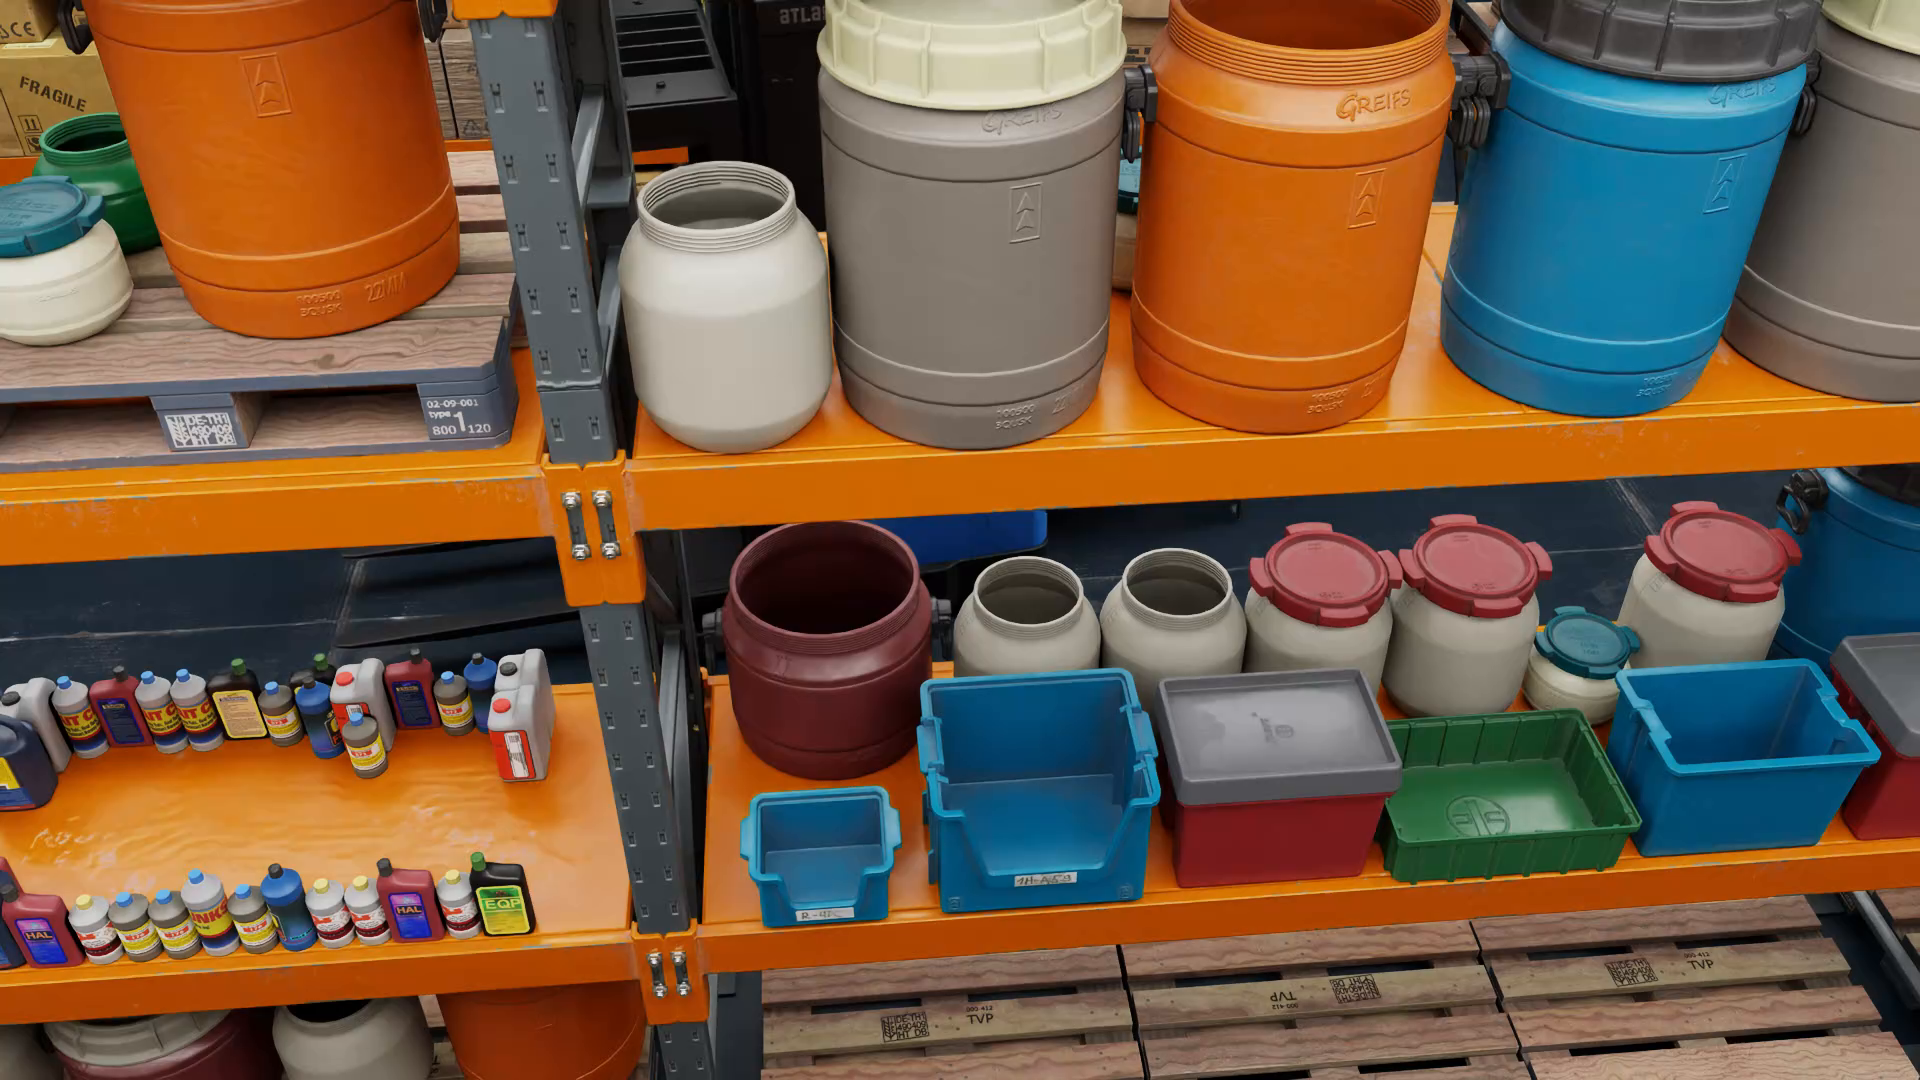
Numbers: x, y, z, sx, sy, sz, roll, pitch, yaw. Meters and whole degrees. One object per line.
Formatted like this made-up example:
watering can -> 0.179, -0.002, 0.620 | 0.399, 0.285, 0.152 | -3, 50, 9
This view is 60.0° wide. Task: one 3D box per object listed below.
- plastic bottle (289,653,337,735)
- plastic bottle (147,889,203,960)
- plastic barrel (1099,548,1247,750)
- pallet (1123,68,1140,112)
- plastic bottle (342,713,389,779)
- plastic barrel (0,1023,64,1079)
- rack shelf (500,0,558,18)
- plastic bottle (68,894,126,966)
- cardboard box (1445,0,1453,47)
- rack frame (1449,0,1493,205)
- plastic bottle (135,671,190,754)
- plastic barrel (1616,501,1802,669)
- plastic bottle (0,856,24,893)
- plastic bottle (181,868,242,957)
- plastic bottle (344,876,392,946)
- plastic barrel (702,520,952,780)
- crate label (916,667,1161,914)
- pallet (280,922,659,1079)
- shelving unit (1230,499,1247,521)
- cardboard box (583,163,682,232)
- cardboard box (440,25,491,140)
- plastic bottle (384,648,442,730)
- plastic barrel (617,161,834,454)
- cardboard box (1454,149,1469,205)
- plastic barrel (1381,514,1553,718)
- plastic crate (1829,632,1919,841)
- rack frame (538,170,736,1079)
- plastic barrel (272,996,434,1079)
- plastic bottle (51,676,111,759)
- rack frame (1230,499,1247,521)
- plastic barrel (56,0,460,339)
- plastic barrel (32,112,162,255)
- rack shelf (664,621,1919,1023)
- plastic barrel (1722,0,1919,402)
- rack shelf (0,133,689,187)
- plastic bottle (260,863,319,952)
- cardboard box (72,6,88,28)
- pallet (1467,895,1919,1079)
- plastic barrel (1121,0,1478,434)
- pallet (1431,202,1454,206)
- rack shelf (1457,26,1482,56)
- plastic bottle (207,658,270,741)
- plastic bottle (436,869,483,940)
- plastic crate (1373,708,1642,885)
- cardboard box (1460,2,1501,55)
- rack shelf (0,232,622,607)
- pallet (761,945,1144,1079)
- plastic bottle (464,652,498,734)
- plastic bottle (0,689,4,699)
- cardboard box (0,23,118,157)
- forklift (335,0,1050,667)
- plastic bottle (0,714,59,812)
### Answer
plastic bottle -> -1.873, 0.449, 4.853 | 0.133, 0.283, 0.061 | -3, 38, -4
plastic bottle -> -2.011, 0.972, 4.256 | 0.097, 0.201, 0.097 | 0, 38, 0
plastic barrel -> 0.611, 0.319, 4.833 | 0.421, 0.512, 0.421 | 0, 38, 0
pallet -> 0.715, -2.540, 8.702 | 1.213, 0.211, 1.003 | -3, 38, -4
plastic bottle -> -1.706, 0.578, 4.756 | 0.097, 0.201, 0.097 | 0, 38, 0
plastic barrel -> -2.980, 1.572, 5.006 | 0.421, 0.512, 0.421 | 0, 38, 0
rack shelf -> 1.178, -1.451, 3.228 | 4.000, 0.370, 1.077 | -3, 38, -4
plastic bottle -> -2.205, 0.983, 4.243 | 0.097, 0.201, 0.097 | 0, 38, 0
cardboard box -> 1.927, -3.144, 8.490 | 1.000, 1.000, 1.000 | -3, 38, -4
rack frame -> 2.731, -2.701, 8.751 | 0.127, 3.000, 1.000 | -3, 38, -4
plastic bottle -> -2.313, 0.490, 4.812 | 0.097, 0.271, 0.097 | 0, 38, 0
plastic barrel -> 2.197, 0.219, 4.941 | 0.433, 0.535, 0.433 | 0, 38, 0
plastic bottle -> -2.515, 0.890, 4.295 | 0.133, 0.283, 0.061 | -3, 38, -4
plastic bottle -> -1.914, 0.940, 4.241 | 0.097, 0.271, 0.097 | 0, 38, 0
plastic bottle -> -1.526, 0.946, 4.290 | 0.097, 0.201, 0.097 | 0, 38, 0
plastic barrel -> -0.379, 0.309, 4.827 | 0.708, 0.536, 0.600 | -3, 38, -4
crate label -> 0.199, 0.673, 4.447 | 0.616, 0.435, 0.502 | -3, 38, -4
pallet -> -1.596, 1.738, 5.377 | 1.213, 0.211, 1.003 | -3, 38, -4
shelving unit -> 0.779, -0.754, 7.495 | 1.048, 1.500, 0.538 | -9, 39, -11
cardboard box -> -1.943, -1.787, 8.970 | 0.875, 0.875, 1.225 | -5, 39, -6
cardboard box -> -2.220, -2.317, 8.184 | 0.500, 0.500, 0.500 | -3, 38, -4
plastic bottle -> -1.606, 0.435, 4.872 | 0.133, 0.283, 0.061 | -3, 38, -4
plastic barrel -> -0.478, -0.475, 3.418 | 0.421, 0.512, 0.421 | 0, 38, 0
cardboard box -> 3.133, -1.882, 9.392 | 0.500, 0.500, 0.500 | -4, 38, -5
plastic barrel -> 1.467, 0.259, 4.890 | 0.433, 0.535, 0.433 | 0, 38, 0
plastic crate -> 2.714, 0.545, 4.586 | 0.583, 0.464, 0.402 | -3, 38, -4
rack frame -> -0.815, 0.575, 4.600 | 0.127, 3.000, 1.000 | -3, 38, -4
plastic barrel -> -1.855, 1.510, 5.084 | 0.421, 0.512, 0.421 | 0, 38, 0
plastic bottle -> -2.543, 0.502, 4.796 | 0.097, 0.271, 0.097 | 0, 38, 0
rack frame -> 1.272, -0.831, 7.593 | 0.032, 1.500, 0.500 | -9, 39, -11
plastic barrel -> -1.380, -0.907, 3.371 | 0.708, 0.830, 0.600 | -3, 38, -4
plastic barrel -> -1.890, -0.791, 3.695 | 0.294, 0.245, 0.294 | 0, 38, 0
rack shelf -> 1.178, 0.747, 4.962 | 4.000, 0.370, 1.077 | -3, 38, -4
plastic barrel -> 2.031, -0.822, 3.543 | 0.600, 0.901, 0.600 | 0, 38, 0
rack shelf -> -3.245, -2.089, 8.557 | 4.000, 0.370, 1.077 | -3, 38, -4
plastic bottle -> -1.720, 0.929, 4.255 | 0.097, 0.271, 0.097 | 0, 38, 0
cardboard box -> -3.917, -2.766, 7.943 | 0.637, 0.503, 0.797 | -3, 38, -3
pallet -> 2.391, 1.517, 5.657 | 1.213, 0.211, 1.003 | -3, 38, -4
plastic barrel -> 0.674, -0.719, 3.471 | 0.708, 0.830, 0.600 | -3, 38, -4
pallet -> 3.397, -1.665, 9.690 | 1.213, 0.211, 1.003 | -3, 38, -4
rack shelf -> 4.723, -2.528, 9.113 | 4.000, 0.370, 1.077 | -3, 38, -4
plastic bottle -> -2.102, 0.462, 4.837 | 0.133, 0.283, 0.061 | -3, 38, -4
plastic bottle -> -1.296, 0.933, 4.306 | 0.097, 0.201, 0.097 | 0, 38, 0
plastic crate -> 1.460, 0.708, 4.602 | 0.662, 0.188, 0.450 | -3, 38, -4
cardboard box -> 2.919, -2.795, 9.074 | 0.250, 0.149, 0.380 | -3, 38, -4
rack shelf -> -2.807, -0.211, 3.755 | 4.000, 0.370, 1.077 | -3, 38, -4
pallet -> -0.040, 1.651, 5.488 | 1.213, 0.211, 1.003 | -3, 38, -4
plastic bottle -> -1.392, 0.439, 4.876 | 0.097, 0.271, 0.097 | 0, 38, 0
plastic bottle -> -2.815, 0.501, 4.734 | 0.185, 0.351, 0.144 | -3, 38, -4
cardboard box -> -4.257, -2.200, 8.036 | 0.500, 0.500, 0.500 | -3, 38, -4
forklift -> -1.183, -0.967, 6.609 | 3.031, 2.935, 1.130 | -9, 39, -11
plastic bottle -> -2.668, 0.587, 4.624 | 0.185, 0.351, 0.144 | -3, 38, -4
